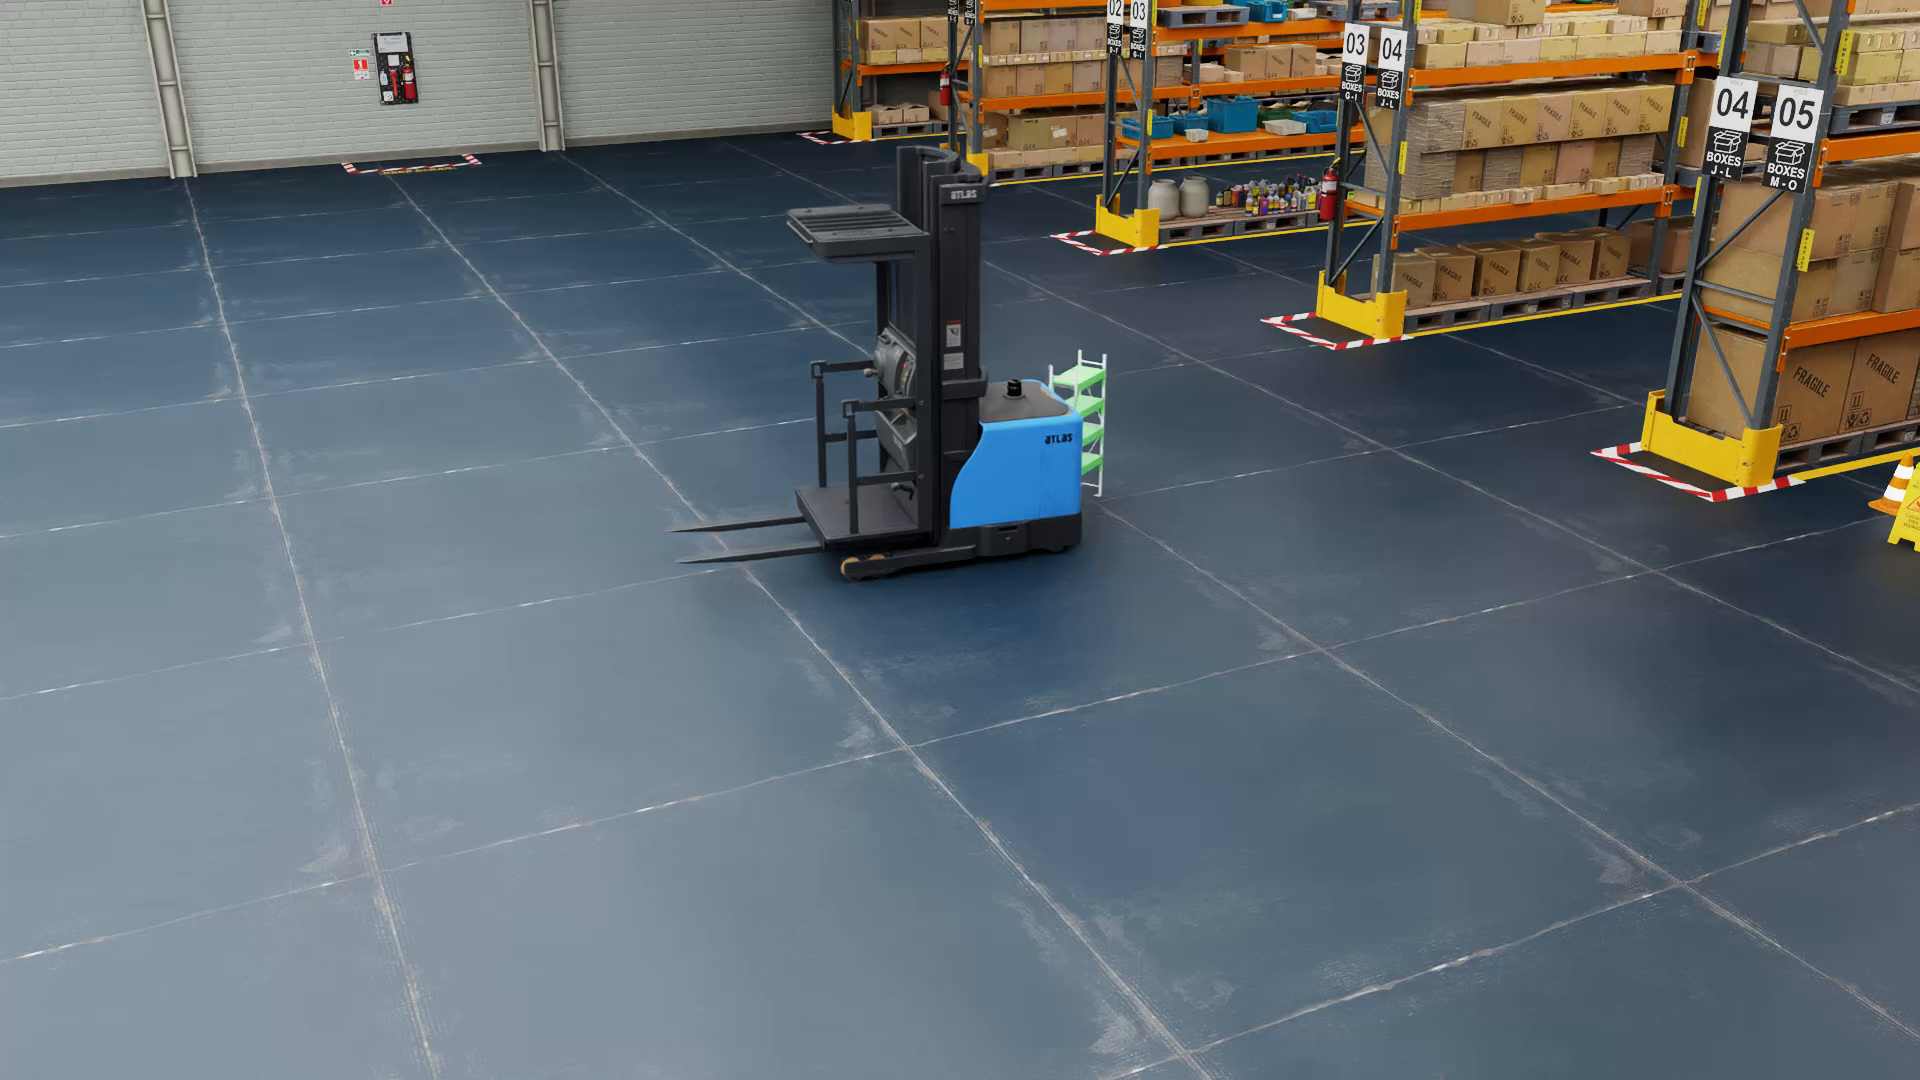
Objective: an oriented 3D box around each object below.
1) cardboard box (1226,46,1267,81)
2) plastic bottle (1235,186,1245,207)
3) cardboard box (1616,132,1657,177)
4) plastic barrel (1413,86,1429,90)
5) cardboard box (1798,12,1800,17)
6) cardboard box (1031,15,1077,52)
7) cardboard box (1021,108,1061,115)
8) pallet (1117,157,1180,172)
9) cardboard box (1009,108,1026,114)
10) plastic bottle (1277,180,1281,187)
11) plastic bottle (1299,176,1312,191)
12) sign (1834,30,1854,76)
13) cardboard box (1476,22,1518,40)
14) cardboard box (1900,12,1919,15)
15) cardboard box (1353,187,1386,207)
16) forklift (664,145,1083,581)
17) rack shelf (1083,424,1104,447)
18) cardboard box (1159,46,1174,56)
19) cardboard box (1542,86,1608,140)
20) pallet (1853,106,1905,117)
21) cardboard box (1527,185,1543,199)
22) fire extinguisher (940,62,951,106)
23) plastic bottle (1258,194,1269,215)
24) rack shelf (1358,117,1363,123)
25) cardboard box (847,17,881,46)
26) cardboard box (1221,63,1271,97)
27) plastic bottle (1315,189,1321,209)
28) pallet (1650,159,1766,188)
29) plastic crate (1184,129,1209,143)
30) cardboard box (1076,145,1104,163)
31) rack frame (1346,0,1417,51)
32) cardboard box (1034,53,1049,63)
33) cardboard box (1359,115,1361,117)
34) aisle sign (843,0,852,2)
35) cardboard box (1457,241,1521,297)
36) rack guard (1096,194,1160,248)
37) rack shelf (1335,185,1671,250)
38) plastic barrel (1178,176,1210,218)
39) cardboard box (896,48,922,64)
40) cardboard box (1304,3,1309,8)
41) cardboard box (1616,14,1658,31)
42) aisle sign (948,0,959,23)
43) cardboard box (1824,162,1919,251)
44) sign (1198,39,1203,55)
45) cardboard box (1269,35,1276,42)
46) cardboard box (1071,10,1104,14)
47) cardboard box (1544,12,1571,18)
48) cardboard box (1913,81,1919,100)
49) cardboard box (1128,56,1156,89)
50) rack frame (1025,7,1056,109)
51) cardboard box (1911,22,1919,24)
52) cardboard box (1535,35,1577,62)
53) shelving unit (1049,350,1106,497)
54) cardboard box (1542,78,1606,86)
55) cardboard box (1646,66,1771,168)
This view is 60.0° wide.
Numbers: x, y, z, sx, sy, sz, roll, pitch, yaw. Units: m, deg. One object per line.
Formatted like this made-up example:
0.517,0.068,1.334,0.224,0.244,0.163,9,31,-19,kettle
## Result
4.856,-8.102,28.269,0.500,0.500,0.500,-9,24,-20,cardboard box
3.973,-4.875,23.581,0.133,0.283,0.061,-10,25,-24,plastic bottle
7.543,-4.562,19.329,0.500,0.500,0.875,-10,25,-24,cardboard box
6.307,-6.330,23.464,0.708,0.901,0.600,-10,25,-24,plastic barrel
10.136,-6.600,20.067,0.500,0.500,0.500,-11,25,-25,cardboard box
1.477,-8.083,26.528,0.500,0.500,0.700,-10,25,-23,cardboard box
1.327,-6.815,27.358,0.500,0.500,0.500,-10,25,-24,cardboard box
2.947,-6.440,28.032,1.213,0.211,1.003,-10,25,-24,pallet
1.061,-8.348,32.124,0.250,0.166,0.380,-14,26,-30,cardboard box
4.583,-5.051,24.008,0.133,0.283,0.061,-9,24,-21,plastic bottle
4.982,-5.077,23.982,0.185,0.351,0.144,-10,25,-24,plastic bottle
6.666,-3.676,12.541,0.005,0.325,0.100,-10,25,-24,sign
5.666,-5.388,17.599,0.250,0.149,0.380,-10,25,-24,cardboard box
8.189,-4.388,14.114,0.250,0.149,0.380,-11,25,-24,cardboard box
4.538,-3.770,18.265,0.250,0.149,0.380,-10,25,-24,cardboard box
-0.656,-1.283,12.018,3.031,2.935,1.130,-7,23,-16,forklift
0.926,-0.795,13.270,0.258,0.148,0.480,13,26,28,rack shelf
3.306,-8.033,27.255,0.250,0.149,0.380,-11,25,-25,cardboard box
6.788,-4.742,18.456,0.500,0.500,0.500,-10,25,-24,cardboard box
8.196,-3.718,14.003,1.213,0.211,1.003,-10,25,-24,pallet
6.292,-3.920,18.626,0.250,0.149,0.380,-10,25,-24,cardboard box
-0.230,-7.287,26.534,0.183,0.674,0.296,-10,25,-24,fire extinguisher
4.203,-4.648,23.033,0.133,0.283,0.061,-10,25,-23,plastic bottle
7.629,-6.138,24.597,4.000,0.370,1.077,-10,25,-24,rack shelf
-1.741,-9.327,30.550,0.500,0.500,0.500,-11,25,-24,cardboard box
5.854,-9.494,34.025,0.750,0.750,0.750,-11,25,-24,cardboard box
5.070,-4.807,23.418,0.133,0.283,0.061,-9,24,-20,plastic bottle
8.727,-4.420,19.756,1.213,0.211,1.003,-10,25,-24,pallet
3.169,-5.391,22.196,0.250,0.136,0.298,-10,25,-24,plastic crate
2.010,-6.367,27.255,0.500,0.250,0.500,-10,25,-24,cardboard box
4.371,-6.540,16.784,0.127,3.000,1.000,-10,25,-24,rack frame
1.215,-7.646,26.321,0.250,0.149,0.380,-11,25,-24,cardboard box
6.921,-7.521,29.309,0.500,0.311,0.500,-10,24,-22,cardboard box
-2.009,-9.975,29.527,0.004,0.787,0.394,-10,25,-24,aisle sign
6.037,-3.113,19.068,0.500,0.500,0.500,-8,24,-19,cardboard box
2.271,-4.349,22.602,0.348,0.500,1.175,-10,25,-24,rack guard
6.173,-3.767,18.870,4.000,0.370,1.077,-10,25,-24,rack shelf
3.234,-4.738,22.978,0.421,0.512,0.421,0,22,0,plastic barrel
-1.035,-8.892,30.479,0.500,0.250,0.500,-11,25,-25,cardboard box
7.045,-11.003,33.882,0.500,0.250,0.500,-11,25,-25,cardboard box
7.527,-5.766,18.511,0.250,0.149,0.380,-10,25,-23,cardboard box
-0.109,-8.474,25.901,0.004,0.787,0.394,-10,25,-24,aisle sign
7.801,-2.828,14.051,0.550,0.550,0.875,-10,25,-24,cardboard box
3.924,-8.092,27.141,0.005,0.325,0.100,-10,25,-24,sign
6.212,-10.222,33.825,0.250,0.149,0.380,-11,25,-24,cardboard box
2.510,-9.965,32.196,0.500,0.500,0.700,-8,24,-18,cardboard box
6.604,-5.810,18.616,0.250,0.149,0.380,-11,25,-25,cardboard box
7.562,-3.625,13.311,0.250,0.149,0.380,-10,25,-23,cardboard box
2.813,-7.727,27.364,0.500,0.500,0.700,-11,25,-24,cardboard box
1.530,-9.553,31.906,0.127,3.000,1.000,-10,25,-24,rack frame
7.786,-4.035,13.259,0.250,0.149,0.380,-11,25,-25,cardboard box
6.294,-5.332,17.984,0.500,0.250,0.500,-10,24,-22,cardboard box
0.926,-0.854,13.245,0.258,1.200,0.503,13,26,28,shelving unit
7.010,-5.007,19.096,0.500,0.500,0.500,-10,25,-24,cardboard box
8.752,-4.986,19.541,1.000,1.000,1.000,-10,25,-23,cardboard box
